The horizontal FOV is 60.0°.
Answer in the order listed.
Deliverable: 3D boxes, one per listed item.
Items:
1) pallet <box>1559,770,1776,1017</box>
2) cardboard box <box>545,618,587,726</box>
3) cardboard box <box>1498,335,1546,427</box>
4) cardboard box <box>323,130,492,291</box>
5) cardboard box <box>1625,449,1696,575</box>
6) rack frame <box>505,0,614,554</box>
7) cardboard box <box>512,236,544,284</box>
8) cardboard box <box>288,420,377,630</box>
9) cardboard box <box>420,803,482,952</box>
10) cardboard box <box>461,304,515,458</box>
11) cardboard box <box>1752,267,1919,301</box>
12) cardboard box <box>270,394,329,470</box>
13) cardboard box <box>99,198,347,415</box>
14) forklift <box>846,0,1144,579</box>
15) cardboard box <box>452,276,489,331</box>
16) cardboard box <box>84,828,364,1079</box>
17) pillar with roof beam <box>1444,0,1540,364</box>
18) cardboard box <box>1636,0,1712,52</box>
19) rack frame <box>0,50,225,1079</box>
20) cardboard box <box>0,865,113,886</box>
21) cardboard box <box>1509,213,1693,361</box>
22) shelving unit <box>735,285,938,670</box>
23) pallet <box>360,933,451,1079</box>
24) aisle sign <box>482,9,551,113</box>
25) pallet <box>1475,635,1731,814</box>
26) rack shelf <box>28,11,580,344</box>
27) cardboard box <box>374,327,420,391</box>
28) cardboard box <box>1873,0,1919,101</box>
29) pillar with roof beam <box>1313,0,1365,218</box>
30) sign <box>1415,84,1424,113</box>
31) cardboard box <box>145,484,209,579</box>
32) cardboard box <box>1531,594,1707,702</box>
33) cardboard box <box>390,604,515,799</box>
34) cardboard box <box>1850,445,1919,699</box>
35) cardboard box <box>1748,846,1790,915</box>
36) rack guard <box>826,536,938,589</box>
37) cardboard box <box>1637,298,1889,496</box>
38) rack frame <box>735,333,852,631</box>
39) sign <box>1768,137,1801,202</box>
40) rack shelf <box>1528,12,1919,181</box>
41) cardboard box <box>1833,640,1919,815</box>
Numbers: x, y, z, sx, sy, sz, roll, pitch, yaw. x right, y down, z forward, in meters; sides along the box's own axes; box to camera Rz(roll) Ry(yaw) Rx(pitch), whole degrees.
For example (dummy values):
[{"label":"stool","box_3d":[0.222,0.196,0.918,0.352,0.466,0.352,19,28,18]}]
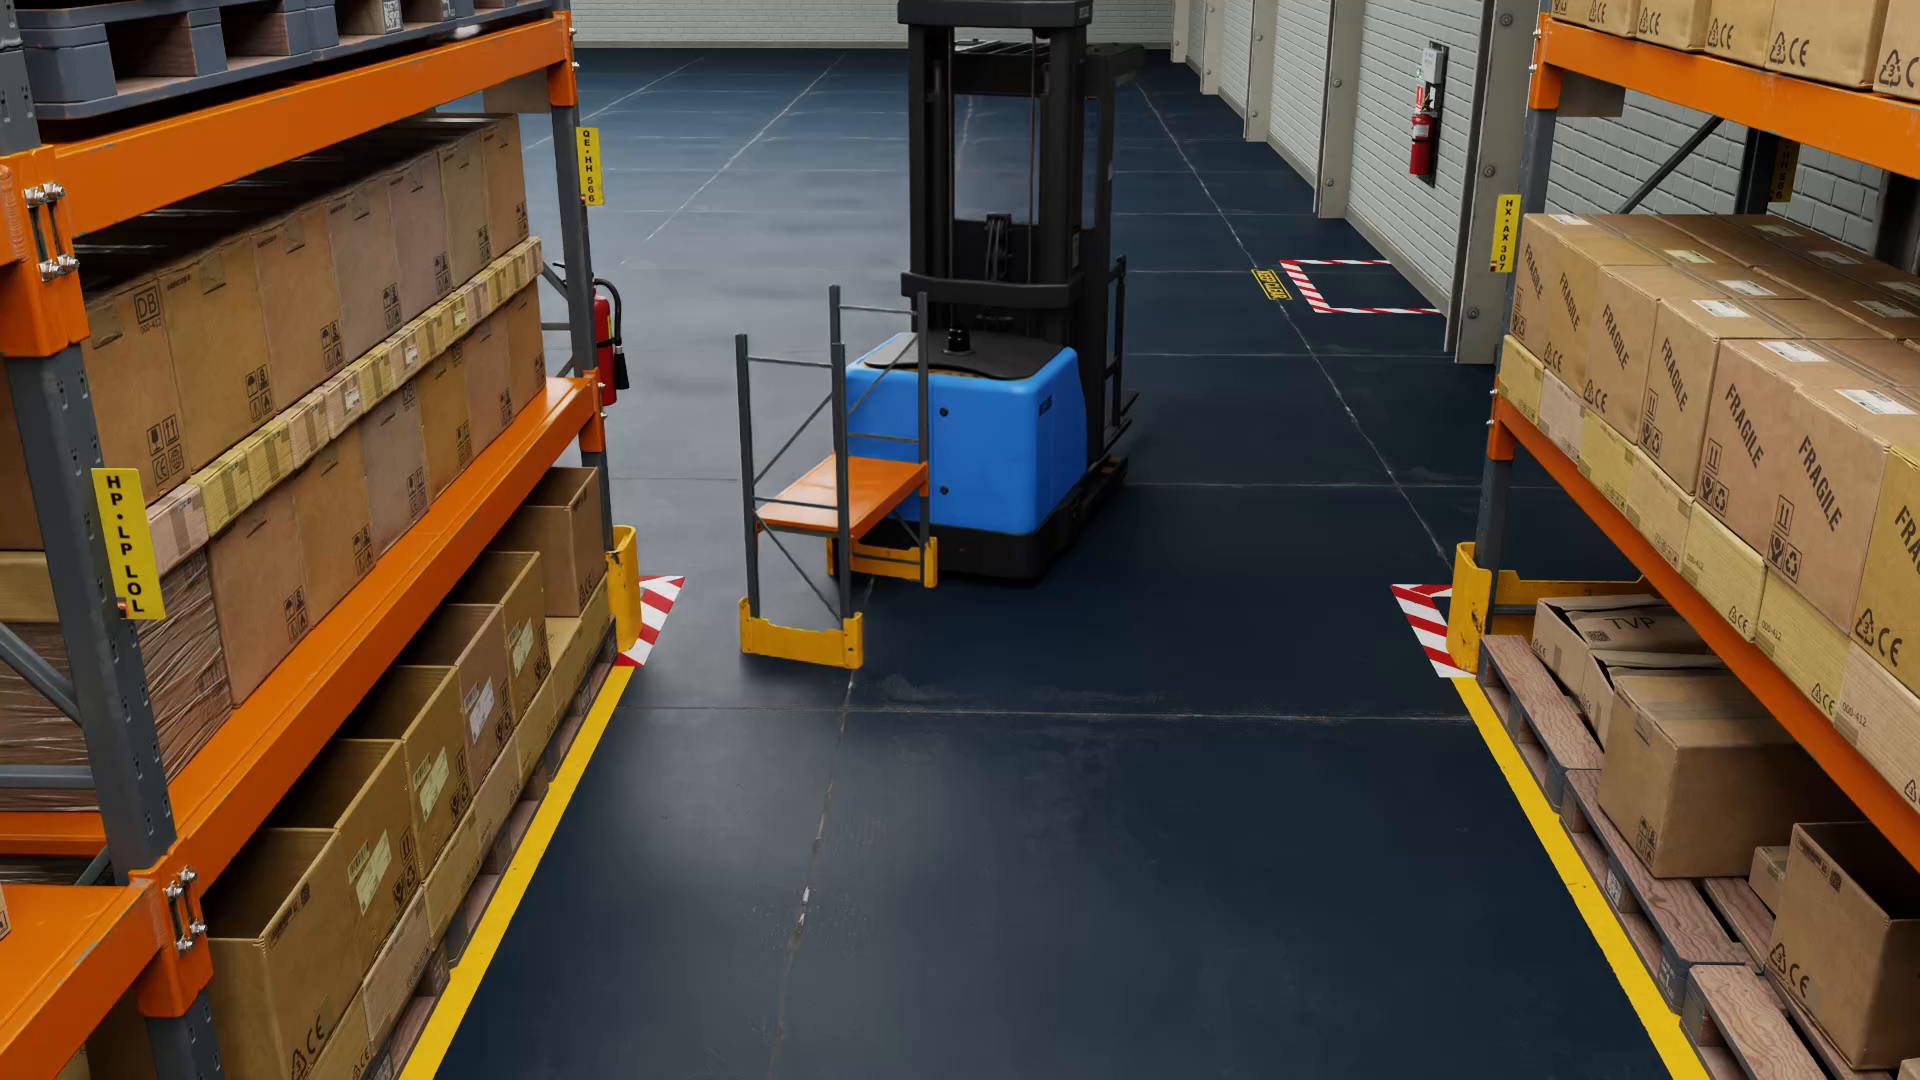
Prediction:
[{"label":"pallet","box_3d":[2.744,1.179,5.700,1.003,0.211,1.213,1,21,2]},{"label":"cardboard box","box_3d":[-1.830,0.529,6.740,0.500,0.250,0.500,1,21,2]},{"label":"cardboard box","box_3d":[2.514,-0.649,6.734,0.500,0.250,0.500,0,21,0]},{"label":"cardboard box","box_3d":[-2.145,-1.209,6.066,0.700,0.500,0.500,0,21,0]},{"label":"cardboard box","box_3d":[2.473,-0.094,5.304,0.500,0.250,0.500,1,21,2]},{"label":"rack frame","box_3d":[-2.106,-0.935,7.293,1.000,3.000,0.127,1,21,2]},{"label":"cardboard box","box_3d":[-1.927,-1.144,6.796,0.380,0.149,0.250,0,21,1]},{"label":"cardboard box","box_3d":[-2.191,-0.068,4.920,0.700,0.500,0.500,1,21,2]},{"label":"cardboard box","box_3d":[-1.869,1.071,5.342,0.500,0.250,0.500,1,21,2]},{"label":"cardboard box","box_3d":[-2.144,-0.623,6.351,0.700,0.500,0.500,1,21,3]},{"label":"cardboard box","box_3d":[3.008,-0.630,5.648,0.500,0.500,0.500,0,21,0]},{"label":"cardboard box","box_3d":[-1.996,-0.303,4.627,0.380,0.149,0.250,0,21,0]},{"label":"cardboard box","box_3d":[-2.190,-0.665,4.664,0.700,0.500,0.500,1,21,2]},{"label":"forklift","box_3d":[0.361,-1.671,9.283,1.130,2.935,3.031,7,22,18]},{"label":"cardboard box","box_3d":[-1.951,-0.866,6.080,0.380,0.149,0.250,1,21,2]},{"label":"cardboard box","box_3d":[-1.900,1.083,4.275,0.500,0.500,0.500,1,21,2]},{"label":"pillar with roof beam","box_3d":[-0.431,-5.633,11.107,9.100,9.000,0.400,1,21,2]},{"label":"cardboard box","box_3d":[2.522,-1.837,5.304,0.500,0.500,0.500,2,21,4]},{"label":"rack frame","box_3d":[-2.227,0.511,3.566,1.000,3.000,0.127,1,21,2]},{"label":"cardboard box","box_3d":[-2.405,0.897,4.755,0.500,0.500,0.500,1,21,2]},{"label":"cardboard box","box_3d":[2.531,-1.002,6.608,0.500,0.500,0.500,1,21,2]},{"label":"shelving unit","box_3d":[-0.563,-0.330,7.806,0.587,1.500,1.083,7,22,18]},{"label":"pallet","box_3d":[-2.161,1.524,4.810,1.003,0.211,1.213,1,21,2]},{"label":"aisle sign","box_3d":[-1.810,-2.168,6.876,0.394,0.787,0.004,1,21,2]},{"label":"pallet","box_3d":[2.784,0.739,6.834,1.003,0.211,1.213,1,21,2]},{"label":"rack shelf","box_3d":[-2.166,-1.275,5.017,1.077,0.370,4.000,1,21,2]},{"label":"cardboard box","box_3d":[-1.972,-0.583,5.351,0.380,0.149,0.250,0,21,1]},{"label":"cardboard box","box_3d":[2.521,-1.258,3.813,0.500,0.500,0.500,-1,21,-3]},{"label":"pillar with roof beam","box_3d":[-0.249,-7.803,16.698,9.100,9.000,0.400,1,21,2]},{"label":"sign","box_3d":[4.105,-3.898,14.878,0.001,0.329,0.234,1,21,2]},{"label":"cardboard box","box_3d":[-2.018,-0.024,3.909,0.380,0.149,0.250,1,21,2]},{"label":"cardboard box","box_3d":[2.735,0.415,6.921,0.500,0.311,0.500,-2,21,-4]},{"label":"cardboard box","box_3d":[-1.857,0.541,5.672,0.500,0.500,0.500,1,21,2]},{"label":"cardboard box","box_3d":[2.430,0.101,3.766,0.500,0.500,0.500,1,21,1]},{"label":"cardboard box","box_3d":[2.793,1.110,5.355,0.380,0.149,0.250,-1,21,-3]},{"label":"rack guard","box_3d":[-0.400,0.083,8.470,0.587,0.250,0.087,7,22,18]},{"label":"cardboard box","box_3d":[2.480,-0.450,5.185,0.500,0.500,0.500,1,21,3]},{"label":"rack frame","box_3d":[-0.727,-0.159,7.366,0.500,1.500,0.032,7,22,18]},{"label":"sign","box_3d":[3.400,-1.556,6.855,0.100,0.325,0.005,1,21,2]},{"label":"rack shelf","box_3d":[2.785,-1.222,4.880,1.077,0.370,4.000,1,21,2]},{"label":"cardboard box","box_3d":[2.436,0.450,3.902,0.500,0.250,0.500,1,21,2]}]
